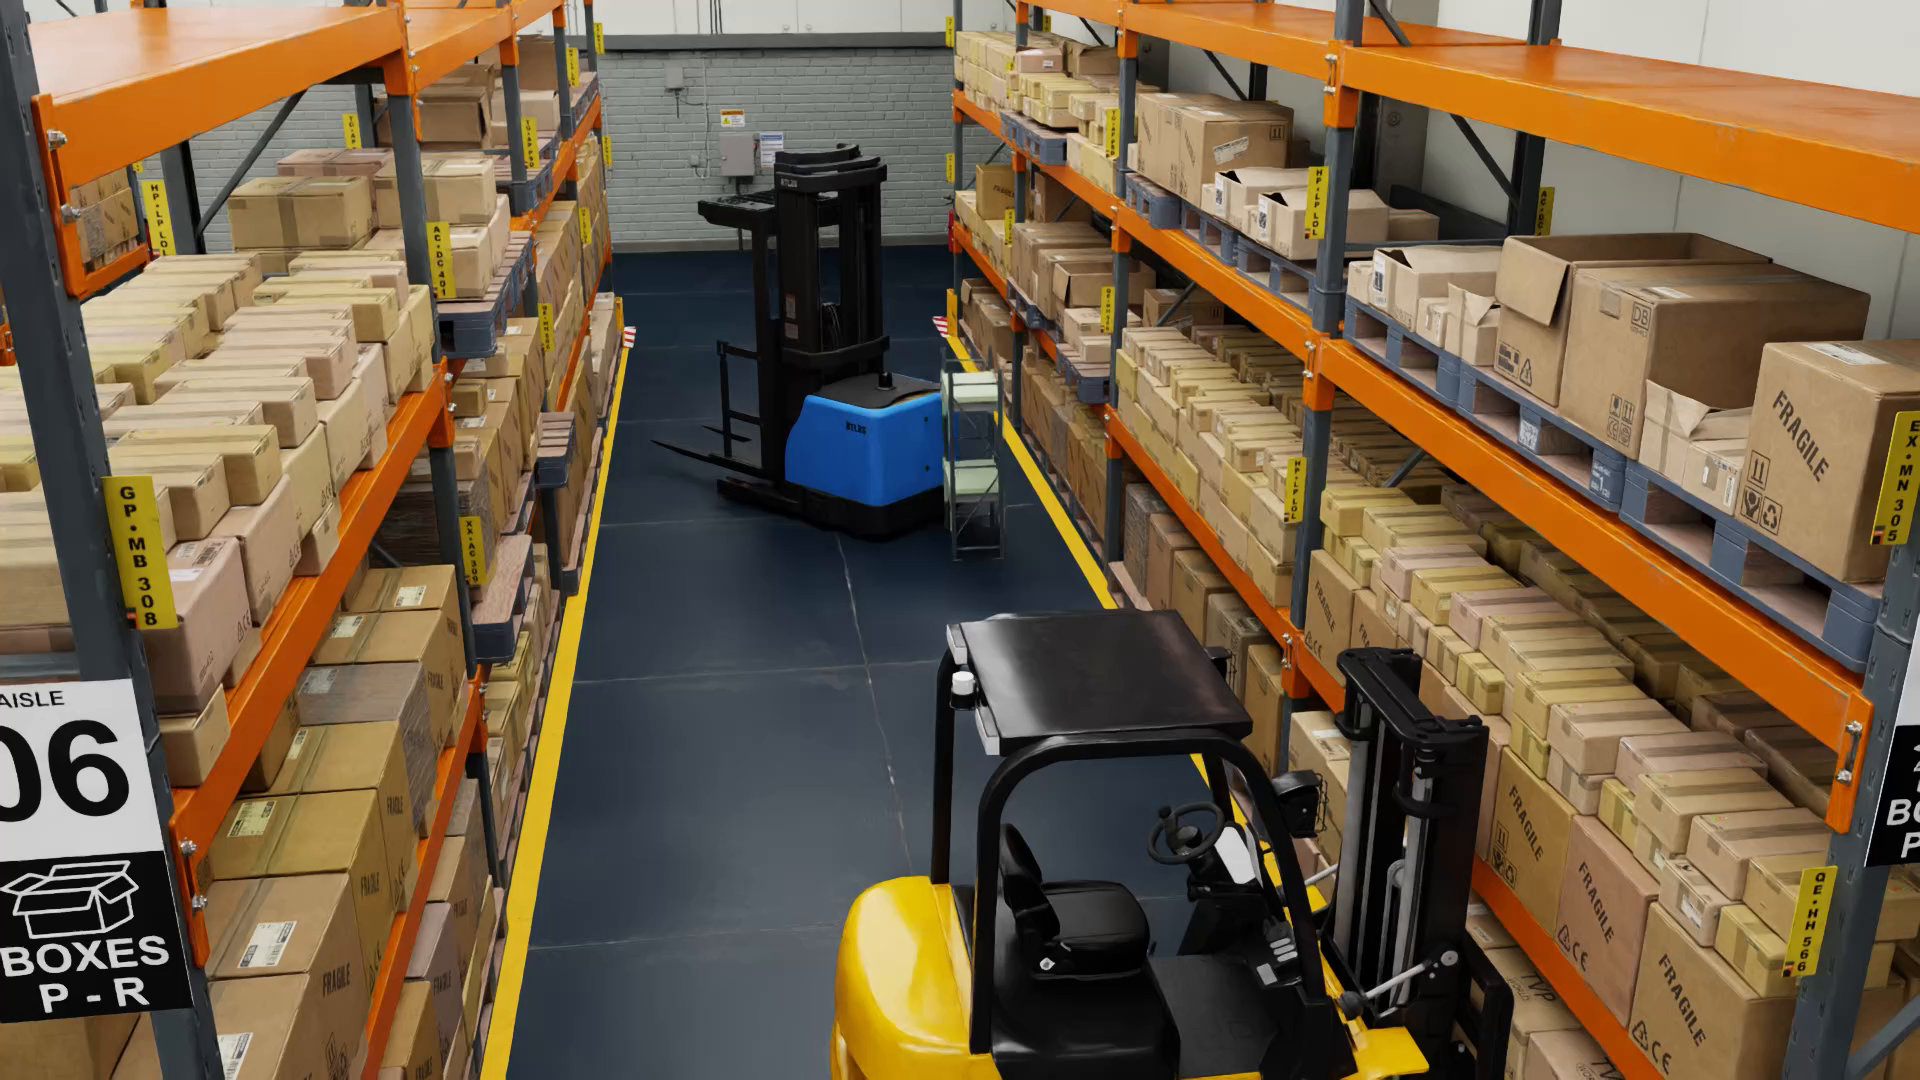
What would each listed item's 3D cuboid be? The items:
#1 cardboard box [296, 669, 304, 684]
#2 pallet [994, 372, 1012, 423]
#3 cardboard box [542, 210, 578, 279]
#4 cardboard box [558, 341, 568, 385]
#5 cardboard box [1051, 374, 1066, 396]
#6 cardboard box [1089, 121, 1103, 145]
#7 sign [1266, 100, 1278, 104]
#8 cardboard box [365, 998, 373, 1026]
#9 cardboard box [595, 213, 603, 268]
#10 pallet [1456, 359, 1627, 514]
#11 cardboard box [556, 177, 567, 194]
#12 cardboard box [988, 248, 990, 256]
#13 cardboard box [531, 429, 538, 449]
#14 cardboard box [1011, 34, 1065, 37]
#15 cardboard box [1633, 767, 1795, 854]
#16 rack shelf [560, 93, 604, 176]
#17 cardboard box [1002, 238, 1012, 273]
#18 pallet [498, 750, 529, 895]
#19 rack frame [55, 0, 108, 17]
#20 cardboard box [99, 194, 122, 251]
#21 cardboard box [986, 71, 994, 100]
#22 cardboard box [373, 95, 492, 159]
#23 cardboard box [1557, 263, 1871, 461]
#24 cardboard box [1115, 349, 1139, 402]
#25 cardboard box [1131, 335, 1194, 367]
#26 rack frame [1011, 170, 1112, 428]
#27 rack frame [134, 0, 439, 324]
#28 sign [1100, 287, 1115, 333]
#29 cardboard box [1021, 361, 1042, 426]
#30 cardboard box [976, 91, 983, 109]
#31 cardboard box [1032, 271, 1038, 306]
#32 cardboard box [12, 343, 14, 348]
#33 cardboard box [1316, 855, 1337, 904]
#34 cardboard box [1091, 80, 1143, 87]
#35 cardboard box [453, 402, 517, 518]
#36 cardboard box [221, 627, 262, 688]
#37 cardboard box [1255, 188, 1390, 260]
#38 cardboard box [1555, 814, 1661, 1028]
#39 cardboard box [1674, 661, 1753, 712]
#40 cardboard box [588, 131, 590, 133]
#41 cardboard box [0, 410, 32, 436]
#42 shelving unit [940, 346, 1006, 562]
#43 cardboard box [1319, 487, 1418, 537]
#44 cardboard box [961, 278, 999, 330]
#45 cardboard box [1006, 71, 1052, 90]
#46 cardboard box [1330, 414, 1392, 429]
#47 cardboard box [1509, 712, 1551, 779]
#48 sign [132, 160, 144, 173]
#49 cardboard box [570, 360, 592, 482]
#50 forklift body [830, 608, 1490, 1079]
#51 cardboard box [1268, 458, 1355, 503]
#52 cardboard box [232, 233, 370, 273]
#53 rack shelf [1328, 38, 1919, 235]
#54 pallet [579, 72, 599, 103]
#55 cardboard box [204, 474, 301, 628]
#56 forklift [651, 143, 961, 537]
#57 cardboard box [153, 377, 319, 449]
[{"bbox_3d":[-2.807,0.347,6.004,0.700,0.500,0.500,-3,21,-9],"label":"cardboard box"},{"bbox_3d":[0.907,-1.468,16.846,1.003,0.211,1.213,-3,21,-8],"label":"pallet"},{"bbox_3d":[-3.512,-2.480,13.996,0.500,0.500,0.500,-3,21,-7],"label":"cardboard box"},{"bbox_3d":[-3.313,-1.371,12.814,0.500,0.250,0.500,-2,21,-6],"label":"cardboard box"},{"bbox_3d":[1.010,-1.366,14.632,0.380,0.149,0.250,-3,21,-8],"label":"cardboard box"},{"bbox_3d":[1.183,-3.051,12.455,0.380,0.149,0.250,-3,21,-8],"label":"cardboard box"},{"bbox_3d":[2.132,-2.862,11.451,0.100,0.325,0.005,-3,21,-8],"label":"sign"},{"bbox_3d":[-2.091,1.499,5.276,0.380,0.149,0.250,-2,21,-6],"label":"cardboard box"},{"bbox_3d":[-3.923,-3.033,16.907,0.500,0.500,0.500,-2,21,-6],"label":"cardboard box"},{"bbox_3d":[2.479,-0.415,5.880,1.003,0.211,1.213,-3,21,-8],"label":"pallet"},{"bbox_3d":[-3.695,-3.227,15.069,0.380,0.149,0.250,-3,21,-9],"label":"cardboard box"},{"bbox_3d":[0.504,-3.052,17.460,0.380,0.149,0.250,-3,21,-8],"label":"cardboard box"},{"bbox_3d":[-2.830,-0.616,10.337,0.380,0.149,0.250,-4,21,-10],"label":"cardboard box"},{"bbox_3d":[0.843,-5.310,17.935,0.500,0.250,0.500,-4,21,-9],"label":"cardboard box"},{"bbox_3d":[2.344,0.841,5.181,0.380,0.149,0.250,-2,21,-7],"label":"cardboard box"},{"bbox_3d":[-4.195,-4.046,16.503,1.077,0.370,4.000,-3,21,-8],"label":"rack shelf"},{"bbox_3d":[0.690,-2.770,16.135,0.500,0.250,0.500,-2,21,-6],"label":"cardboard box"},{"bbox_3d":[-2.867,1.521,8.841,1.003,0.211,1.213,-3,21,-8],"label":"pallet"},{"bbox_3d":[-9.367,-6.196,16.944,1.000,3.000,0.127,-3,21,-8],"label":"rack frame"},{"bbox_3d":[-8.978,-3.250,17.064,0.500,0.500,0.500,-3,21,-9],"label":"cardboard box"},{"bbox_3d":[0.540,-4.523,16.541,0.500,0.250,0.500,-2,21,-7],"label":"cardboard box"},{"bbox_3d":[-3.533,-2.673,11.052,0.797,0.503,0.637,-4,21,-11],"label":"cardboard box"},{"bbox_3d":[2.381,-0.578,5.304,0.700,0.500,0.500,-3,21,-7],"label":"cardboard box"},{"bbox_3d":[1.379,-1.149,11.504,0.500,0.250,0.500,-3,21,-8],"label":"cardboard box"},{"bbox_3d":[1.376,-1.285,11.300,0.380,0.149,0.250,-2,21,-7],"label":"cardboard box"},{"bbox_3d":[1.005,-2.537,15.721,1.000,3.000,0.127,-3,21,-8],"label":"rack frame"},{"bbox_3d":[-2.753,-2.326,6.582,1.000,3.000,0.127,-3,21,-8],"label":"rack frame"},{"bbox_3d":[1.046,-1.627,11.742,0.100,0.325,0.005,-3,21,-8],"label":"sign"},{"bbox_3d":[0.852,-1.384,15.606,0.500,0.500,0.500,-2,21,-5],"label":"cardboard box"},{"bbox_3d":[0.369,-4.551,17.187,0.380,0.149,0.250,-3,21,-8],"label":"cardboard box"},{"bbox_3d":[0.826,-2.170,14.332,0.396,0.266,0.258,-2,21,-5],"label":"cardboard box"},{"bbox_3d":[-9.418,-1.872,16.566,0.380,0.149,0.250,-3,21,-7],"label":"cardboard box"},{"bbox_3d":[1.989,1.684,7.751,0.500,0.250,0.500,-3,21,-9],"label":"cardboard box"},{"bbox_3d":[1.308,-3.752,13.879,0.380,0.149,0.250,-4,21,-9],"label":"cardboard box"},{"bbox_3d":[-2.667,-0.420,8.886,0.500,0.500,0.500,-3,21,-8],"label":"cardboard box"},{"bbox_3d":[-2.034,0.271,4.275,0.380,0.149,0.250,-2,21,-6],"label":"cardboard box"},{"bbox_3d":[1.813,-1.612,8.343,0.500,0.311,0.500,-4,21,-9],"label":"cardboard box"},{"bbox_3d":[2.338,1.234,5.483,0.500,0.500,0.500,-2,21,-6],"label":"cardboard box"},{"bbox_3d":[2.817,0.546,5.973,0.380,0.149,0.250,-3,21,-9],"label":"cardboard box"},{"bbox_3d":[-4.233,-4.375,18.144,0.380,0.149,0.250,-3,21,-7],"label":"cardboard box"},{"bbox_3d":[-2.585,-0.248,4.525,0.380,0.149,0.250,-3,21,-8],"label":"cardboard box"},{"bbox_3d":[0.097,-0.672,12.857,0.431,1.500,0.755,-3,20,-4],"label":"shelving unit"},{"bbox_3d":[1.911,-0.132,7.787,0.380,0.149,0.250,-2,21,-7],"label":"cardboard box"},{"bbox_3d":[0.423,-2.732,19.213,0.797,0.503,0.637,-4,21,-10],"label":"cardboard box"},{"bbox_3d":[0.614,-4.082,14.761,0.380,0.149,0.250,-2,21,-6],"label":"cardboard box"},{"bbox_3d":[2.230,-0.607,9.485,0.380,0.149,0.250,-3,21,-8],"label":"cardboard box"},{"bbox_3d":[2.198,0.718,5.936,0.380,0.149,0.250,-3,21,-7],"label":"cardboard box"},{"bbox_3d":[-8.815,-4.097,17.792,0.100,0.325,0.005,-3,21,-8],"label":"sign"},{"bbox_3d":[-3.600,-0.964,13.946,0.875,0.875,0.875,-2,21,-6],"label":"cardboard box"},{"bbox_3d":[0.656,1.451,6.257,2.313,2.155,1.214,-3,21,-8],"label":"forklift body"},{"bbox_3d":[1.834,-0.313,8.698,0.380,0.149,0.250,-3,21,-9],"label":"cardboard box"},{"bbox_3d":[-2.981,-1.242,7.581,0.500,0.250,0.500,-3,21,-9],"label":"cardboard box"},{"bbox_3d":[2.447,-1.361,5.597,1.077,0.370,4.000,-3,21,-8],"label":"rack shelf"},{"bbox_3d":[-4.366,-4.777,17.560,1.003,0.211,1.213,-3,21,-8],"label":"pallet"},{"bbox_3d":[-2.048,0.033,4.343,0.500,0.250,0.500,-3,21,-9],"label":"cardboard box"},{"bbox_3d":[-1.437,-1.812,13.879,3.031,2.935,1.130,17,26,38],"label":"forklift"},{"bbox_3d":[-2.103,-0.367,4.844,0.380,0.149,0.250,-2,21,-6],"label":"cardboard box"}]
